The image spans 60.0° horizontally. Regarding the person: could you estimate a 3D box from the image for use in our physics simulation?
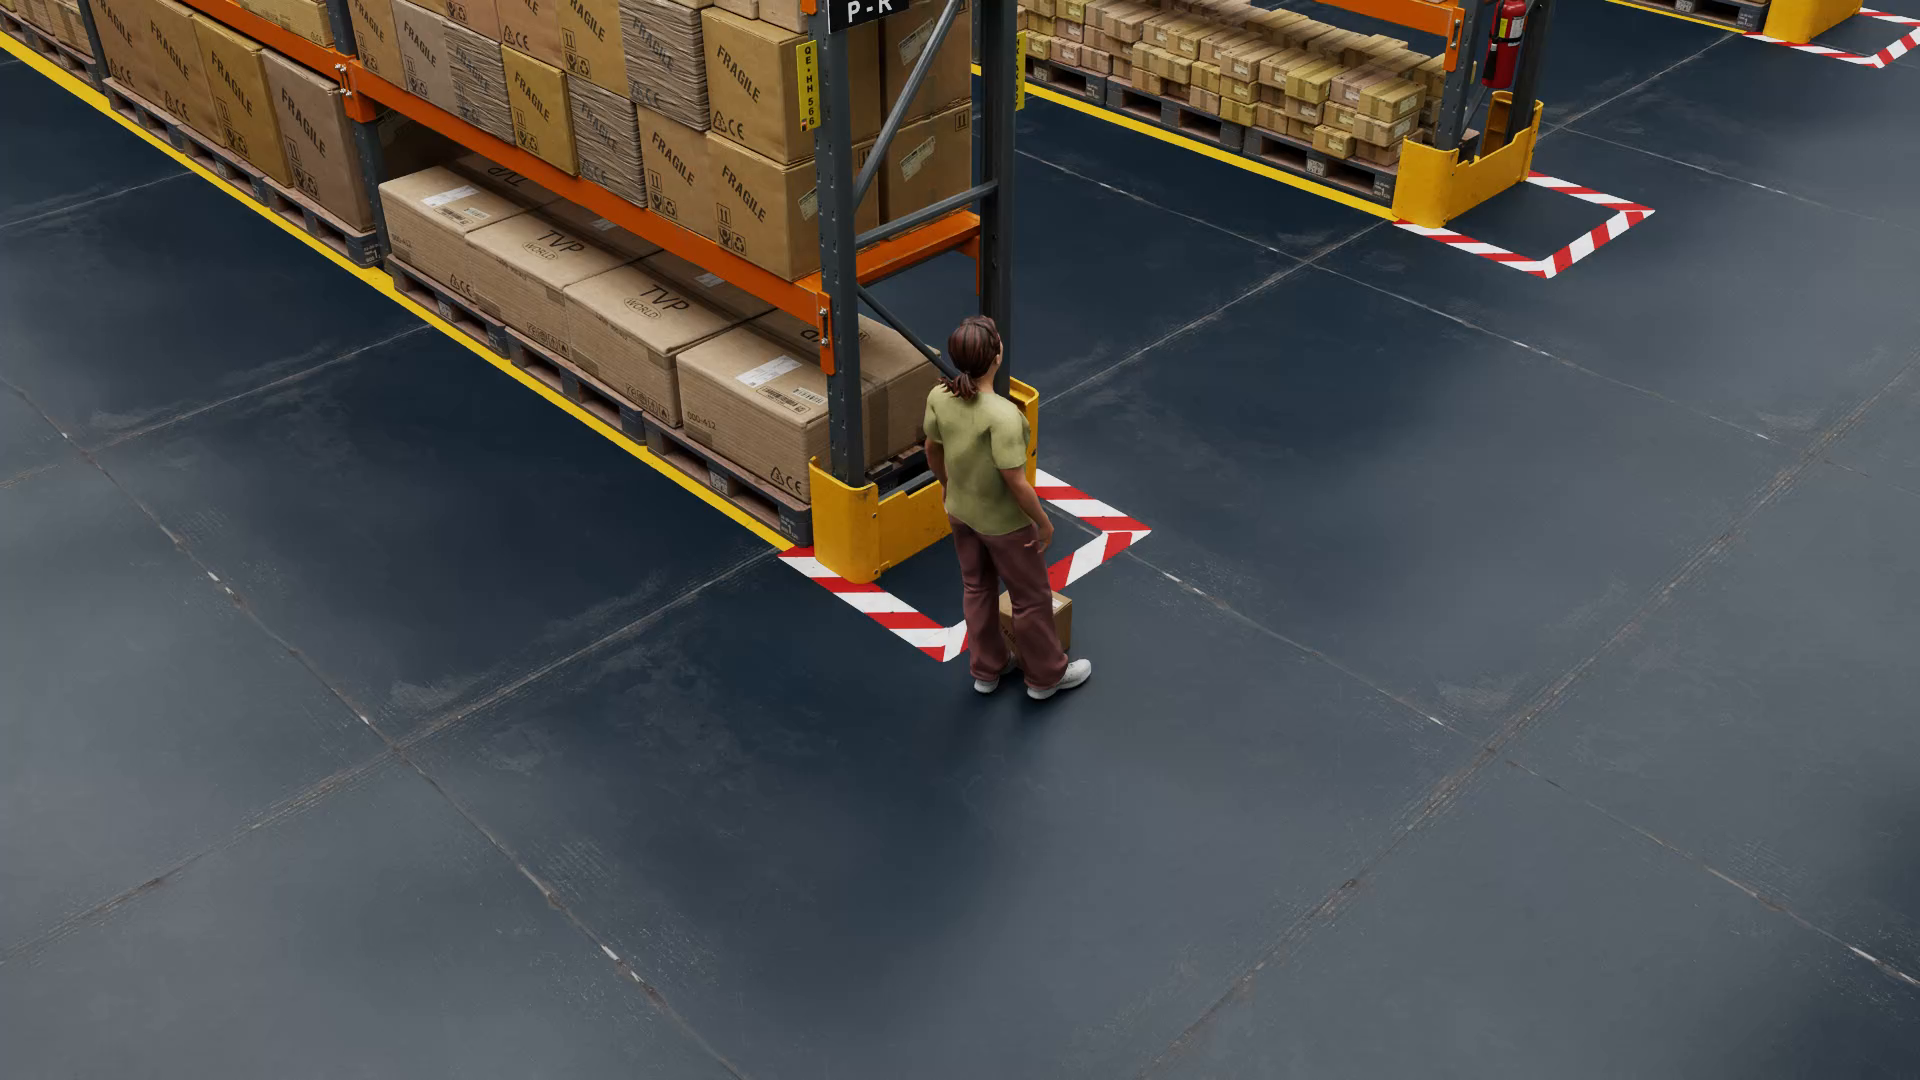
[{"bbox_3d":[0.169,-0.123,6.302,0.552,1.674,0.548,28,44,33],"label":"person"}]
